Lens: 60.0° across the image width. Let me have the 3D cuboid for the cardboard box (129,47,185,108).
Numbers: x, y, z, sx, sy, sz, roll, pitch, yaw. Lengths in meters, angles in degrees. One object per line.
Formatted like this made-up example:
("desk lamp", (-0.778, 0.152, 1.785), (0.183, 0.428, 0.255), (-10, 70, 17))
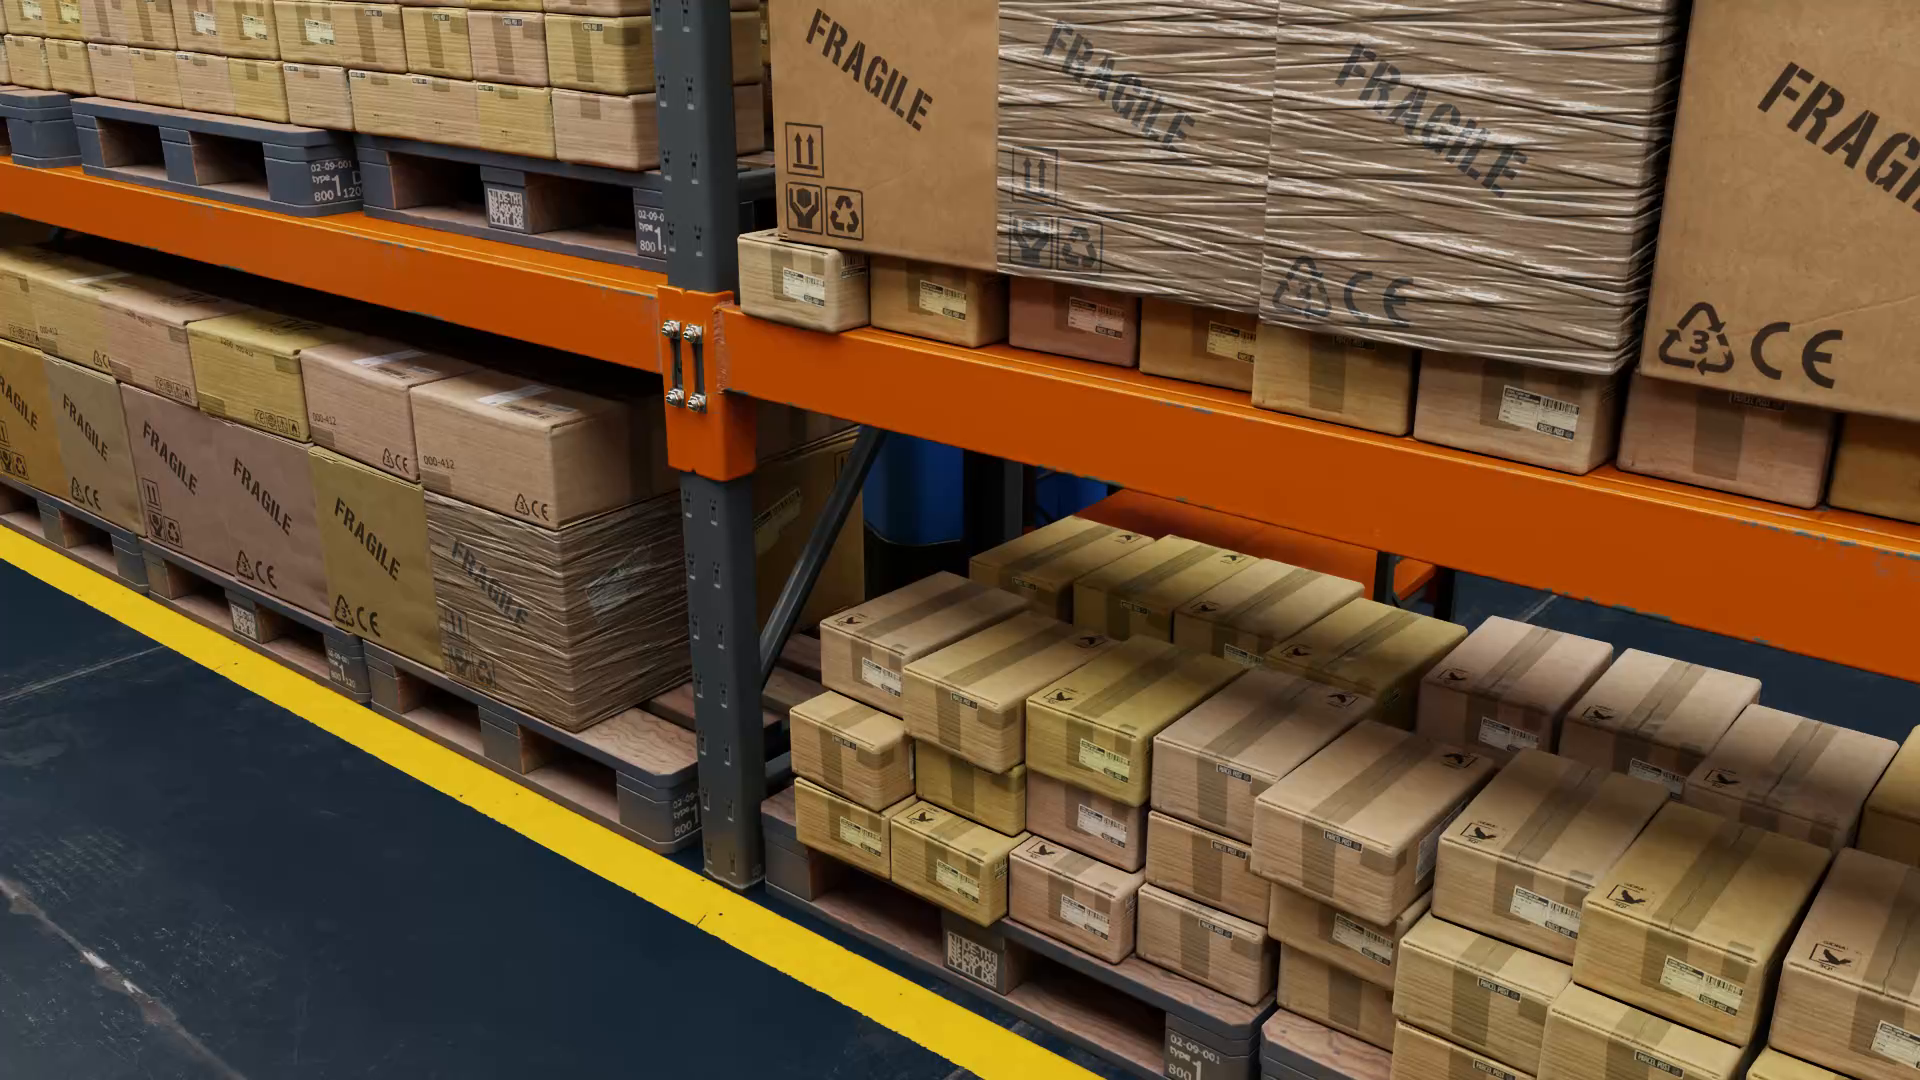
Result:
("cardboard box", (-2.057, -1.302, 4.631), (0.250, 0.149, 0.380), (16, 26, 37))

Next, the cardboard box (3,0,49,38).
("cardboard box", (-2.637, -1.610, 5.026), (0.250, 0.149, 0.380), (15, 25, 35))

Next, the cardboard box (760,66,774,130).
("cardboard box", (-0.439, -1.134, 4.184), (0.250, 0.149, 0.380), (17, 26, 37))

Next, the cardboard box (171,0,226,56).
("cardboard box", (-1.847, -1.383, 4.423), (0.250, 0.149, 0.380), (17, 27, 38))

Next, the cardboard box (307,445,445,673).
("cardboard box", (-1.336, -0.019, 4.414), (0.500, 0.500, 0.500), (15, 26, 35))

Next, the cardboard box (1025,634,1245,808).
("cardboard box", (0.333, 0.332, 3.138), (0.250, 0.149, 0.380), (16, 26, 36))

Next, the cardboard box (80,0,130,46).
("cardboard box", (-2.249, -1.498, 4.729), (0.250, 0.149, 0.380), (16, 26, 36))

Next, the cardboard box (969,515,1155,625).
("cardboard box", (0.235, 0.086, 3.790), (0.250, 0.149, 0.380), (17, 27, 38))

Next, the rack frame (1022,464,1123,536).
("rack frame", (0.317, -0.210, 4.631), (0.032, 1.125, 0.500), (15, 25, 34))

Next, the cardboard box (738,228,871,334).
("cardboard box", (-0.193, -0.511, 3.127), (0.250, 0.149, 0.380), (17, 27, 38))

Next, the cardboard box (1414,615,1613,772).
("cardboard box", (1.075, 0.301, 3.222), (0.250, 0.149, 0.380), (15, 25, 34))

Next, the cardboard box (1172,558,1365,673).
("cardboard box", (0.655, 0.186, 3.525), (0.250, 0.149, 0.380), (16, 26, 36))

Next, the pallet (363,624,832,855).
("pallet", (-0.810, 0.351, 4.439), (1.213, 0.211, 1.003), (16, 26, 36))

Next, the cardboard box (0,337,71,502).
("cardboard box", (-2.918, -0.473, 5.618), (0.500, 0.500, 0.500), (15, 25, 34))

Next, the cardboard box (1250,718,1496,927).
("cardboard box", (0.695, 0.463, 2.790), (0.250, 0.149, 0.380), (17, 26, 37))

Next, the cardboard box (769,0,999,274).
("cardboard box", (0.019, -0.787, 2.942), (0.500, 0.500, 0.500), (16, 26, 35))

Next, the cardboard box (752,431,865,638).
("cardboard box", (-0.610, -0.045, 4.484), (0.500, 0.500, 0.500), (17, 27, 38))

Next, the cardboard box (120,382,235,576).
("cardboard box", (-2.126, -0.248, 5.023), (0.500, 0.500, 0.500), (15, 26, 35))

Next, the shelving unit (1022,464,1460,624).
("shelving unit", (0.724, -0.103, 4.346), (1.048, 1.125, 0.538), (15, 25, 34))

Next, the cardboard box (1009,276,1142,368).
("cardboard box", (0.294, -0.428, 2.909), (0.250, 0.149, 0.380), (15, 25, 34))

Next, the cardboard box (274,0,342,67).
("cardboard box", (-1.449, -1.267, 4.115), (0.250, 0.149, 0.380), (14, 25, 34))

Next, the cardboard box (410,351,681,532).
("cardboard box", (-0.943, -0.256, 3.980), (0.500, 0.250, 0.500), (15, 25, 35))

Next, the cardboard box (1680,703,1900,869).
("cardboard box", (1.415, 0.443, 2.845), (0.250, 0.149, 0.380), (16, 26, 36))

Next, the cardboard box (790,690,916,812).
("cardboard box", (-0.127, 0.386, 3.418), (0.250, 0.149, 0.380), (18, 27, 39))

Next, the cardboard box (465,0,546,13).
("cardboard box", (-0.849, -1.234, 3.607), (0.250, 0.149, 0.380), (15, 25, 35))

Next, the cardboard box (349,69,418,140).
("cardboard box", (-1.226, -1.064, 4.000), (0.250, 0.149, 0.380), (15, 25, 34))

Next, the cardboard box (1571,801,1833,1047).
("cardboard box", (1.125, 0.567, 2.515), (0.250, 0.149, 0.380), (16, 26, 37))

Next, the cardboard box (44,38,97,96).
("cardboard box", (-2.458, -1.418, 4.937), (0.250, 0.149, 0.380), (18, 27, 39))

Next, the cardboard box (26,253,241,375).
("cardboard box", (-2.531, -0.718, 5.206), (0.500, 0.250, 0.500), (16, 26, 36))

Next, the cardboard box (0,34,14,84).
("cardboard box", (-2.878, -1.537, 5.255), (0.250, 0.149, 0.380), (18, 27, 39))

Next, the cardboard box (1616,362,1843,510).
("cardboard box", (1.095, -0.183, 2.258), (0.250, 0.149, 0.380), (17, 27, 38))

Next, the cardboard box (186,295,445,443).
("cardboard box", (-1.751, -0.488, 4.596), (0.500, 0.250, 0.500), (15, 25, 34))

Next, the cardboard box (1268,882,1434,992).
("cardboard box", (0.743, 0.591, 2.874), (0.250, 0.149, 0.380), (18, 27, 39))

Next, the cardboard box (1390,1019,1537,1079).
("cardboard box", (0.904, 0.804, 2.730), (0.250, 0.149, 0.380), (15, 25, 35))

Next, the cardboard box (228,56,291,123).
("cardboard box", (-1.650, -1.184, 4.318), (0.250, 0.149, 0.380), (17, 27, 39))

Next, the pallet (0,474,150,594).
("pallet", (-2.700, -0.194, 5.883), (1.213, 0.211, 1.003), (16, 26, 36))

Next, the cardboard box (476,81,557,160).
("cardboard box", (-0.840, -0.952, 3.703), (0.250, 0.149, 0.380), (16, 26, 37))

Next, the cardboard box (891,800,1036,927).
("cardboard box", (0.079, 0.585, 3.311), (0.250, 0.149, 0.380), (17, 27, 38))

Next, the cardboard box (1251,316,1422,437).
("cardboard box", (0.655, -0.292, 2.547), (0.250, 0.149, 0.380), (17, 26, 37))

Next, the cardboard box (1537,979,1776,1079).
("cardboard box", (1.073, 0.726, 2.514), (0.250, 0.149, 0.380), (16, 26, 37))

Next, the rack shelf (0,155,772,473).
("rack shelf", (-1.755, -0.891, 4.798), (4.000, 0.370, 1.077), (16, 26, 36))

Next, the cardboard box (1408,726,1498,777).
("cardboard box", (1.018, 0.447, 3.255), (0.250, 0.149, 0.380), (17, 26, 38))

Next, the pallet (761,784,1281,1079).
("pallet", (0.337, 0.664, 3.608), (1.213, 0.211, 1.003), (16, 26, 36))

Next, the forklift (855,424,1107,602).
("forklift", (-0.291, -1.616, 5.799), (1.130, 2.935, 3.031), (-8, 22, -21))

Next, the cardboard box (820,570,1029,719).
("cardboard box", (-0.070, 0.212, 3.458), (0.250, 0.149, 0.380), (17, 27, 38))

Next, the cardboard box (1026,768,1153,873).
("cardboard box", (0.337, 0.462, 3.215), (0.250, 0.149, 0.380), (16, 26, 36))

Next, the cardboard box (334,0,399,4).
("cardboard box", (-1.251, -1.351, 3.917), (0.250, 0.149, 0.380), (16, 26, 36))

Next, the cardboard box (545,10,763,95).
("cardboard box", (-0.639, -1.034, 3.498), (0.250, 0.149, 0.380), (17, 27, 38))

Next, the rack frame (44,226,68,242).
("rack frame", (-3.305, -1.673, 5.854), (0.127, 3.000, 1.000), (16, 26, 36))

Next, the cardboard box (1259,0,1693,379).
("cardboard box", (0.774, -0.557, 2.330), (0.500, 0.500, 0.500), (15, 26, 35))

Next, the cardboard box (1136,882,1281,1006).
("cardboard box", (0.533, 0.669, 3.088), (0.250, 0.149, 0.380), (15, 26, 35))

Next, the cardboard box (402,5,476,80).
("cardboard box", (-1.034, -1.148, 3.802), (0.250, 0.149, 0.380), (17, 27, 39))

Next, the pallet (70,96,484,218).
("pallet", (-1.745, -1.153, 4.747), (1.213, 0.211, 1.003), (16, 26, 36))
